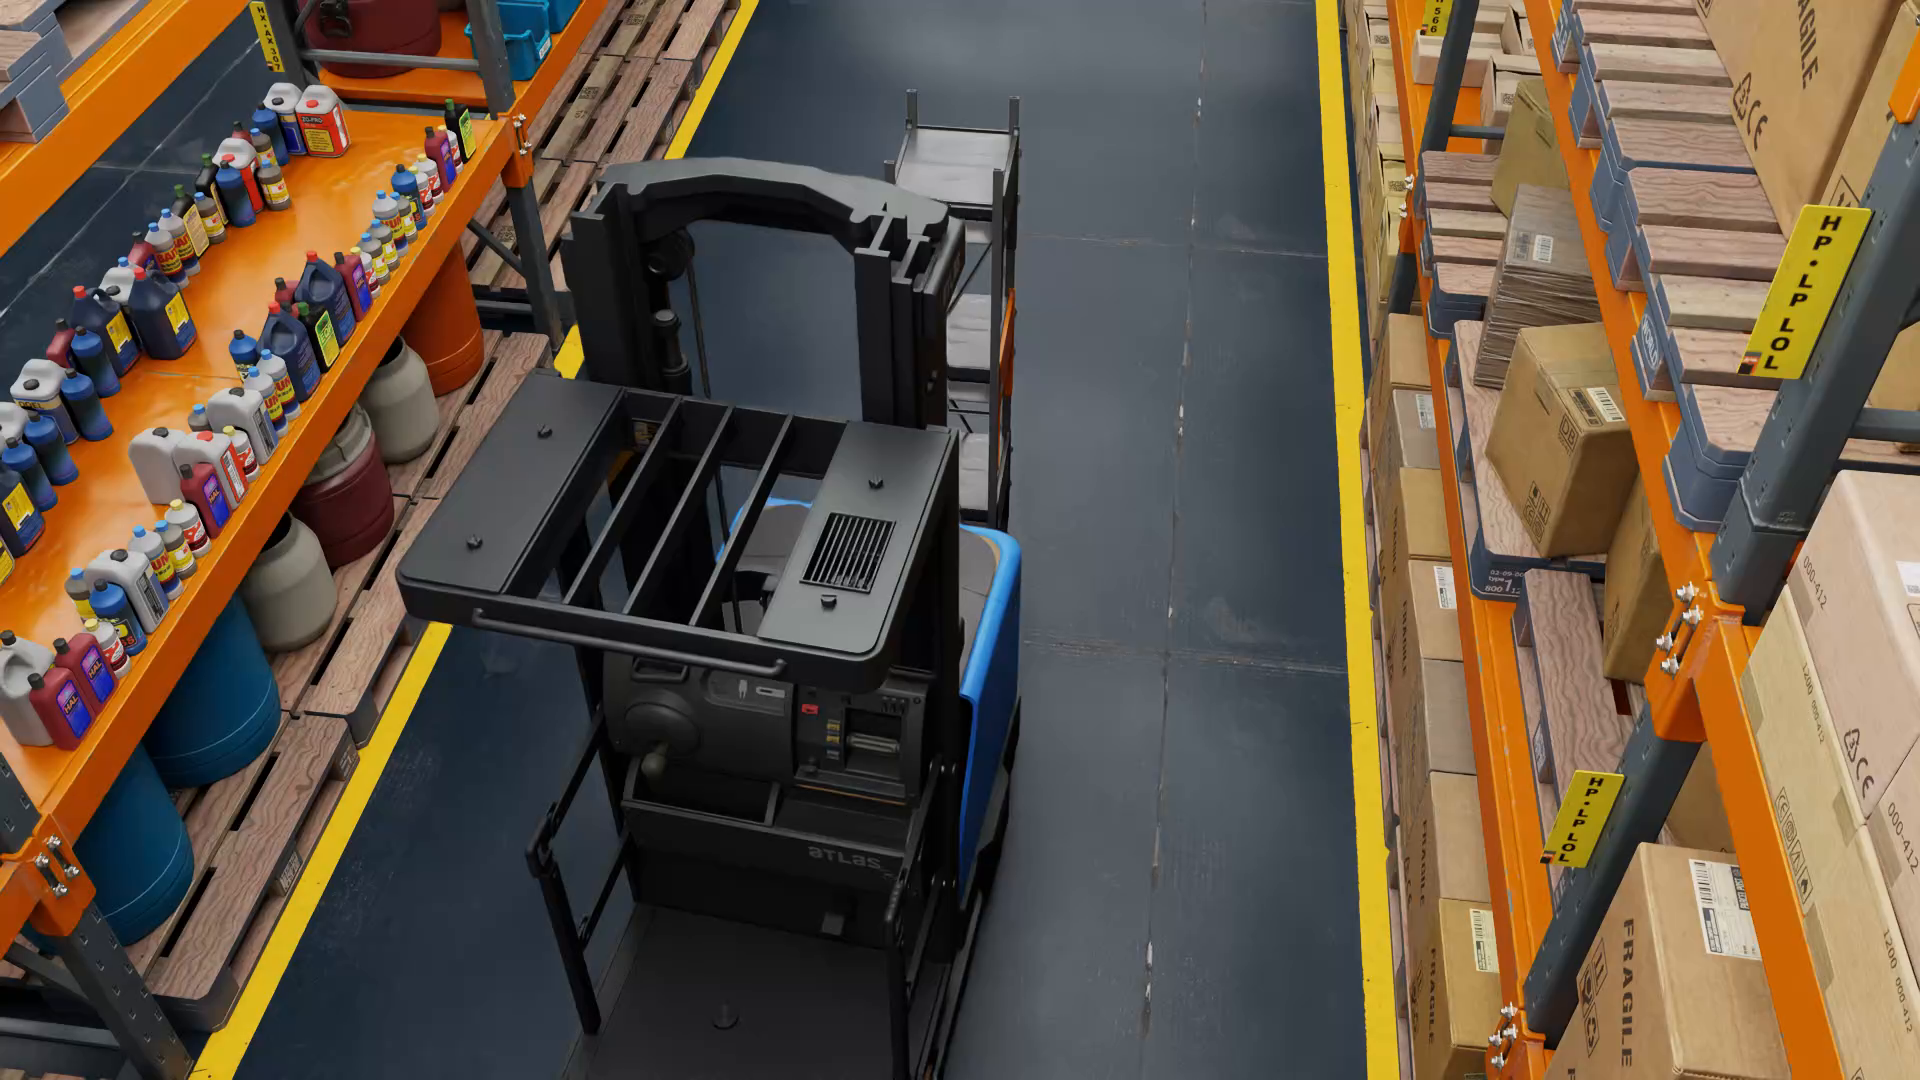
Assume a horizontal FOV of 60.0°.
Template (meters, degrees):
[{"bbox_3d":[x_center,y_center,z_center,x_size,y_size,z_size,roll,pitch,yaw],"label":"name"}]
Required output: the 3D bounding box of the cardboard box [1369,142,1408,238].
[{"bbox_3d":[2.312,-1.741,8.216,0.500,0.311,0.500,5,44,5],"label":"cardboard box"}]

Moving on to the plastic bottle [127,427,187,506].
[{"bbox_3d":[-2.603,-0.257,5.452,0.152,0.276,0.135,5,44,6],"label":"plastic bottle"}]

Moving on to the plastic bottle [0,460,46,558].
[{"bbox_3d":[-3.049,-0.127,5.261,0.144,0.351,0.185,5,44,6],"label":"plastic bottle"}]

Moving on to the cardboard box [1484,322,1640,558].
[{"bbox_3d":[2.068,-0.322,5.052,0.700,0.500,0.500,-5,44,-5],"label":"cardboard box"}]

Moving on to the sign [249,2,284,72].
[{"bbox_3d":[-3.031,-2.207,7.302,0.100,0.325,0.005,5,44,6],"label":"sign"}]

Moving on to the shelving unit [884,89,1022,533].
[{"bbox_3d":[-0.022,-0.650,6.431,0.431,2.100,0.503,5,44,6],"label":"shelving unit"}]

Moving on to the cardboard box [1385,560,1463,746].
[{"bbox_3d":[1.883,0.438,6.126,0.500,0.500,0.500,4,44,4],"label":"cardboard box"}]

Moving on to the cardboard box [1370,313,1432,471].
[{"bbox_3d":[2.081,-0.617,7.241,0.500,0.500,0.500,7,44,7],"label":"cardboard box"}]

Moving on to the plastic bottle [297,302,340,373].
[{"bbox_3d":[-2.308,-0.750,5.967,0.061,0.283,0.133,5,44,6],"label":"plastic bottle"}]

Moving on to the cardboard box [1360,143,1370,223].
[{"bbox_3d":[2.387,-1.878,8.769,0.500,0.250,0.500,6,44,6],"label":"cardboard box"}]

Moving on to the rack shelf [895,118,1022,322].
[{"bbox_3d":[-0.022,-1.148,5.959,0.431,0.518,0.480,5,44,6],"label":"rack shelf"}]

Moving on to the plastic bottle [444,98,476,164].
[{"bbox_3d":[-2.115,-1.745,7.019,0.061,0.283,0.133,5,44,6],"label":"plastic bottle"}]

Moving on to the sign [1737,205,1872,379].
[{"bbox_3d":[1.345,-0.391,2.660,0.100,0.325,0.005,5,44,6],"label":"sign"}]

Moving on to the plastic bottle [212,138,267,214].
[{"bbox_3d":[-2.923,-1.476,6.740,0.152,0.276,0.135,5,44,6],"label":"plastic bottle"}]

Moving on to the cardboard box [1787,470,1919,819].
[{"bbox_3d":[1.586,0.169,2.476,0.500,0.250,0.500,5,44,6],"label":"cardboard box"}]

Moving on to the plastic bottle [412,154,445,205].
[{"bbox_3d":[-2.179,-1.481,6.800,0.097,0.201,0.097,0,43,0],"label":"plastic bottle"}]

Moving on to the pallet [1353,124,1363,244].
[{"bbox_3d":[2.736,-2.023,9.256,1.003,0.211,1.213,5,44,6],"label":"pallet"}]

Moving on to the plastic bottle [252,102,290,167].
[{"bbox_3d":[-2.905,-1.713,6.994,0.097,0.271,0.097,0,43,0],"label":"plastic bottle"}]

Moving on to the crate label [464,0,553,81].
[{"bbox_3d":[-2.057,-2.294,7.636,0.303,0.233,0.416,5,44,6],"label":"crate label"}]

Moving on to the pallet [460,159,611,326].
[{"bbox_3d":[-2.344,-1.614,8.823,1.003,0.211,1.213,5,44,6],"label":"pallet"}]

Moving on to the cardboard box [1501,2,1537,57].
[{"bbox_3d":[2.735,-2.209,7.488,0.500,0.311,0.500,5,44,5],"label":"cardboard box"}]

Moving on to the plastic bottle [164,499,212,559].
[{"bbox_3d":[-2.458,-0.043,5.281,0.097,0.201,0.097,0,43,0],"label":"plastic bottle"}]

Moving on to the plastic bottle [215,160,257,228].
[{"bbox_3d":[-2.905,-1.393,6.655,0.097,0.271,0.097,0,43,0],"label":"plastic bottle"}]

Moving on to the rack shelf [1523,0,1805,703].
[{"bbox_3d":[2.161,-1.114,4.609,1.077,0.370,4.000,5,44,6],"label":"rack shelf"}]

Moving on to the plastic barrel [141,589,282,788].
[{"bbox_3d":[-2.831,0.382,5.908,0.600,0.901,0.708,5,44,6],"label":"plastic barrel"}]

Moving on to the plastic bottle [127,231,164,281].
[{"bbox_3d":[-3.060,-1.011,6.243,0.061,0.283,0.133,5,44,6],"label":"plastic bottle"}]

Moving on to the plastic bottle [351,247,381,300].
[{"bbox_3d":[-2.269,-1.017,6.309,0.097,0.201,0.097,0,43,0],"label":"plastic bottle"}]

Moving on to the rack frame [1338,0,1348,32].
[{"bbox_3d":[2.954,-4.376,9.712,1.000,3.000,0.127,5,44,6],"label":"rack frame"}]

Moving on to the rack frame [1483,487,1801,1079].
[{"bbox_3d":[1.896,1.077,3.953,1.000,3.000,0.127,5,44,6],"label":"rack frame"}]

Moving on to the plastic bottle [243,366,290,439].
[{"bbox_3d":[-2.379,-0.476,5.687,0.097,0.271,0.097,0,43,0],"label":"plastic bottle"}]

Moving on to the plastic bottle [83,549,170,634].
[{"bbox_3d":[-2.526,0.139,5.034,0.152,0.276,0.135,5,44,6],"label":"plastic bottle"}]

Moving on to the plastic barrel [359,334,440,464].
[{"bbox_3d":[-2.518,-0.623,7.253,0.421,0.512,0.421,0,43,0],"label":"plastic barrel"}]

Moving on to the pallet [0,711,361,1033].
[{"bbox_3d":[-2.870,1.114,5.942,1.003,0.211,1.213,5,44,6],"label":"pallet"}]

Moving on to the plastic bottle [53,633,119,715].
[{"bbox_3d":[-2.524,0.364,4.791,0.061,0.283,0.133,5,44,6],"label":"plastic bottle"}]

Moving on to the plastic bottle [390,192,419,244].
[{"bbox_3d":[-2.218,-1.282,6.589,0.097,0.201,0.097,0,43,0],"label":"plastic bottle"}]

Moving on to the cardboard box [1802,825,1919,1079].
[{"bbox_3d":[1.516,0.691,2.288,0.500,0.250,0.500,5,44,6],"label":"cardboard box"}]

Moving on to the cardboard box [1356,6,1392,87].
[{"bbox_3d":[2.514,-2.781,9.314,0.500,0.311,0.500,4,44,4],"label":"cardboard box"}]

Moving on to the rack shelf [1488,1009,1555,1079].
[{"bbox_3d":[1.632,2.701,2.761,1.077,0.370,4.000,5,44,6],"label":"rack shelf"}]

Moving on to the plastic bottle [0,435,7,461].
[{"bbox_3d":[-3.167,-0.222,5.415,0.152,0.276,0.135,5,44,6],"label":"plastic bottle"}]

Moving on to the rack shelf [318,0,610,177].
[{"bbox_3d":[-2.220,-3.204,8.998,1.077,0.370,4.000,5,44,6],"label":"rack shelf"}]

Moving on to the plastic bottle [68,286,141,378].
[{"bbox_3d":[-3.070,-0.765,5.934,0.144,0.351,0.185,5,44,6],"label":"plastic bottle"}]

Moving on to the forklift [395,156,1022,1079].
[{"bbox_3d":[-0.597,0.605,4.501,1.130,2.935,3.031,9,44,9],"label":"forklift"}]

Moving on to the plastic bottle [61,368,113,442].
[{"bbox_3d":[-2.992,-0.471,5.682,0.097,0.271,0.097,0,43,0],"label":"plastic bottle"}]

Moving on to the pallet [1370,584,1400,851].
[{"bbox_3d":[2.125,0.698,6.382,1.003,0.211,1.213,5,44,6],"label":"pallet"}]

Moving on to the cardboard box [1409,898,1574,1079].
[{"bbox_3d":[1.677,1.462,5.044,0.500,0.500,0.500,5,44,5],"label":"cardboard box"}]

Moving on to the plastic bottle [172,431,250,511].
[{"bbox_3d":[-2.452,-0.243,5.437,0.152,0.276,0.135,5,44,6],"label":"plastic bottle"}]

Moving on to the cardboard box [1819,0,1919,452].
[{"bbox_3d":[2.036,-0.574,3.064,0.600,0.600,0.600,1,43,2],"label":"cardboard box"}]

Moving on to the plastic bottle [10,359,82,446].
[{"bbox_3d":[-3.118,-0.472,5.679,0.152,0.276,0.135,5,44,6],"label":"plastic bottle"}]

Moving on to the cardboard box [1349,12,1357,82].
[{"bbox_3d":[2.586,-2.929,9.878,0.500,0.250,0.500,6,44,7],"label":"cardboard box"}]

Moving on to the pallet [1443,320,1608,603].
[{"bbox_3d":[2.172,-0.254,5.498,1.003,0.211,1.213,5,44,6],"label":"pallet"}]

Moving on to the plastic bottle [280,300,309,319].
[{"bbox_3d":[-2.369,-0.755,5.973,0.061,0.283,0.133,5,44,6],"label":"plastic bottle"}]

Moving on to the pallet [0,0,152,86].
[{"bbox_3d":[-2.860,-1.713,4.855,1.003,0.211,1.213,5,44,6],"label":"pallet"}]

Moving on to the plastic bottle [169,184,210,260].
[{"bbox_3d":[-3.017,-1.235,6.479,0.061,0.283,0.133,5,44,6],"label":"plastic bottle"}]

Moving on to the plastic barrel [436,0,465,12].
[{"bbox_3d":[-2.560,-2.863,8.033,0.421,0.512,0.421,0,43,0],"label":"plastic barrel"}]
